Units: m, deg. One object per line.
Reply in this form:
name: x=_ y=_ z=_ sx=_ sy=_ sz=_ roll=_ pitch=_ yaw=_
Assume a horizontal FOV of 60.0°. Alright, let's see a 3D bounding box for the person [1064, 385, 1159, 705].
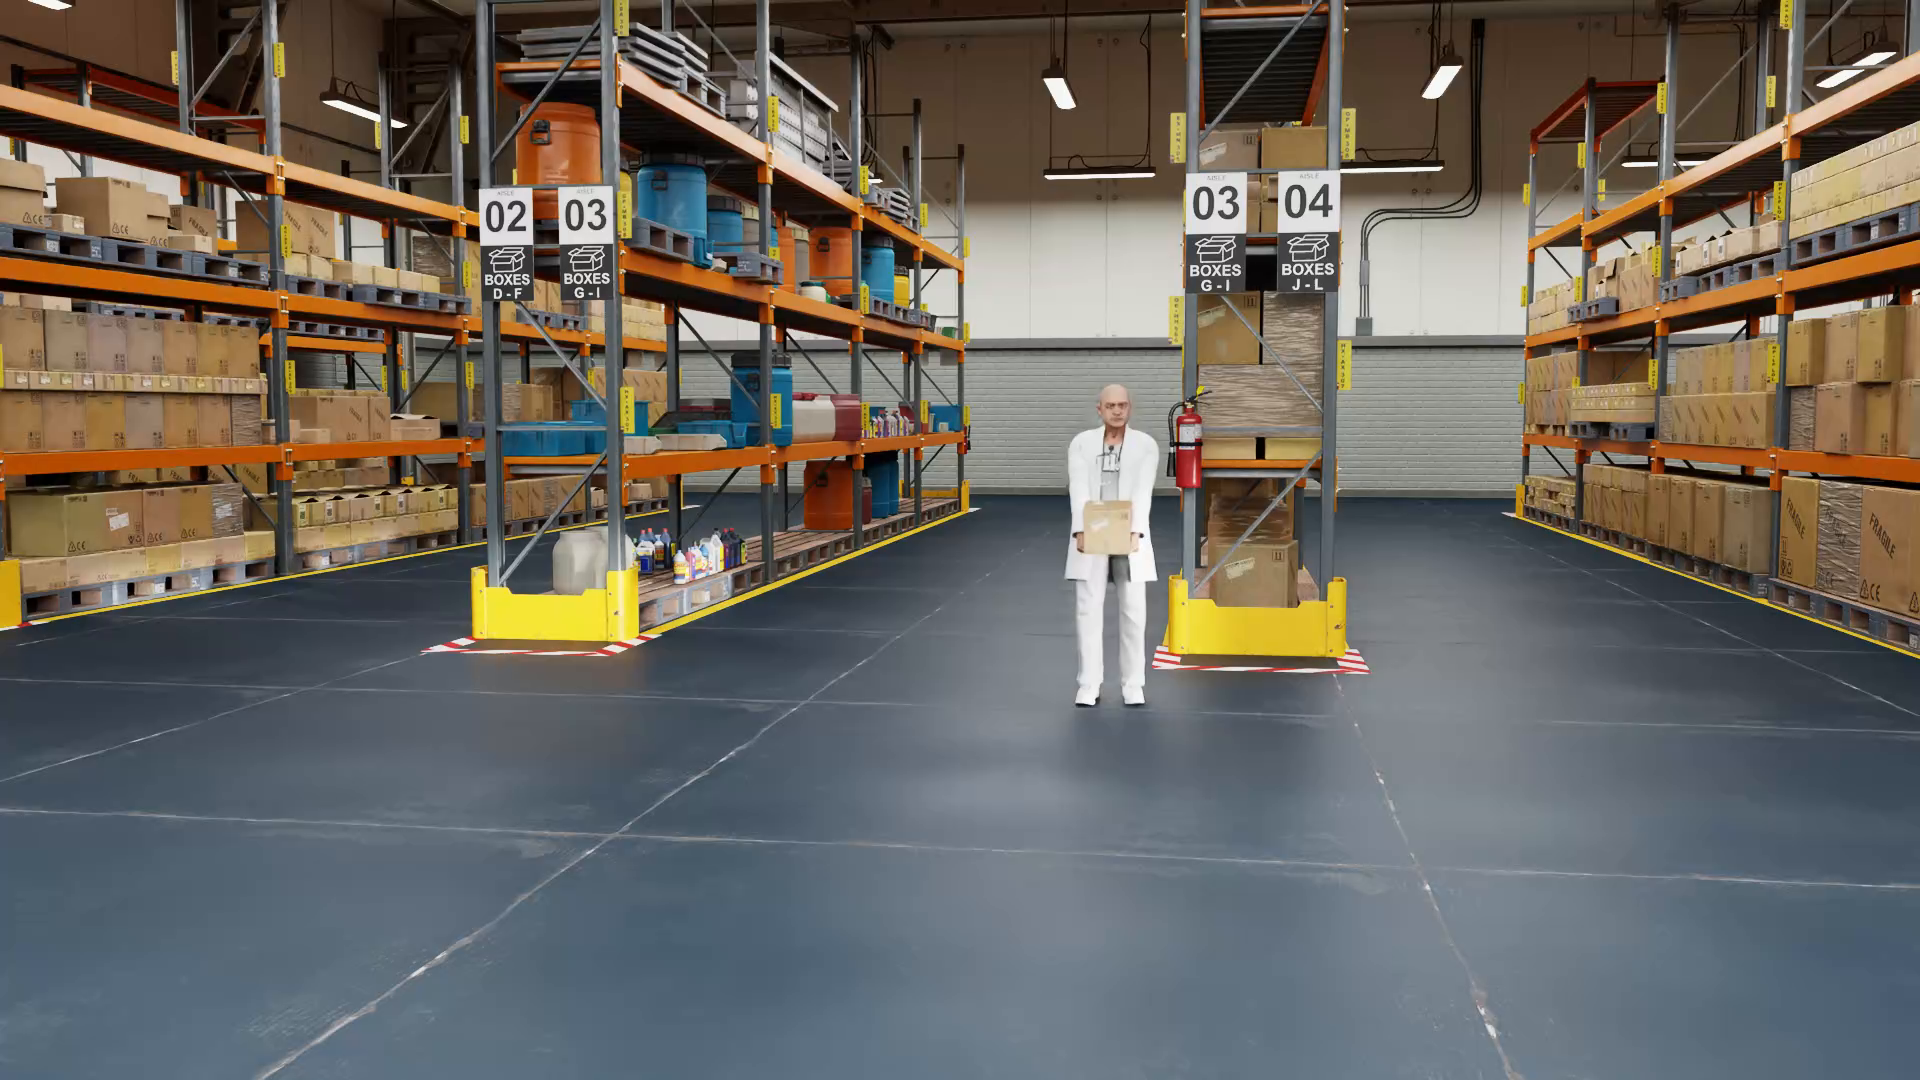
person: x=0.838 y=0.028 z=9.252 sx=0.526 sy=1.778 sz=0.565 roll=1 pitch=4 yaw=8
